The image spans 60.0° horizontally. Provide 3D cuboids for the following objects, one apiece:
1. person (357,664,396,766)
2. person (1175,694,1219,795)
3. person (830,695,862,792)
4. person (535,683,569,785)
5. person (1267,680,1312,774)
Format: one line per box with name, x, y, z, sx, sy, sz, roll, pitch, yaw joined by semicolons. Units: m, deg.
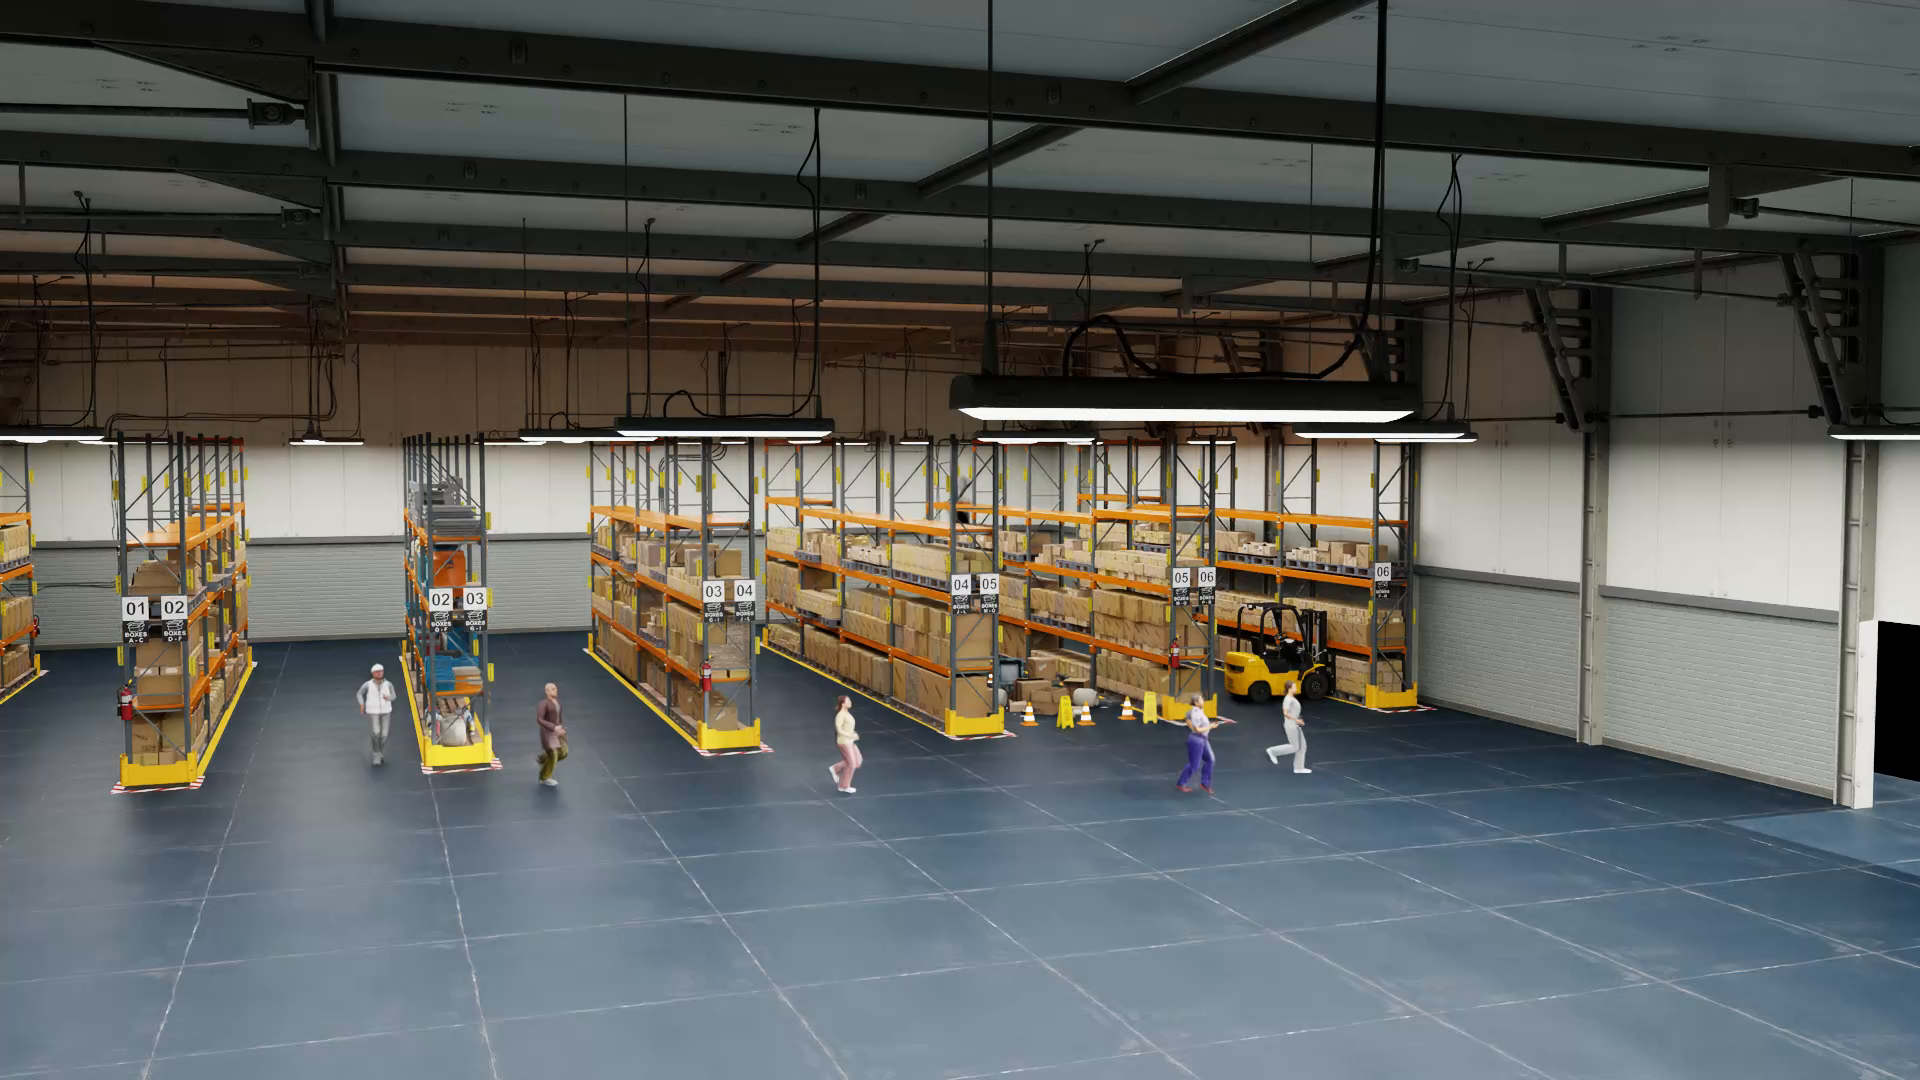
person;-10.568;3.175;30.224;0.631;1.818;0.647;-2;4;-34
person;3.913;3.386;27.396;0.708;1.704;0.585;1;3;17
person;-1.918;3.382;27.667;0.558;1.629;0.581;0;3;8
person;-6.945;3.292;28.266;0.705;1.737;0.728;1;3;21
person;5.809;3.283;29.263;0.776;1.637;0.565;1;3;20
